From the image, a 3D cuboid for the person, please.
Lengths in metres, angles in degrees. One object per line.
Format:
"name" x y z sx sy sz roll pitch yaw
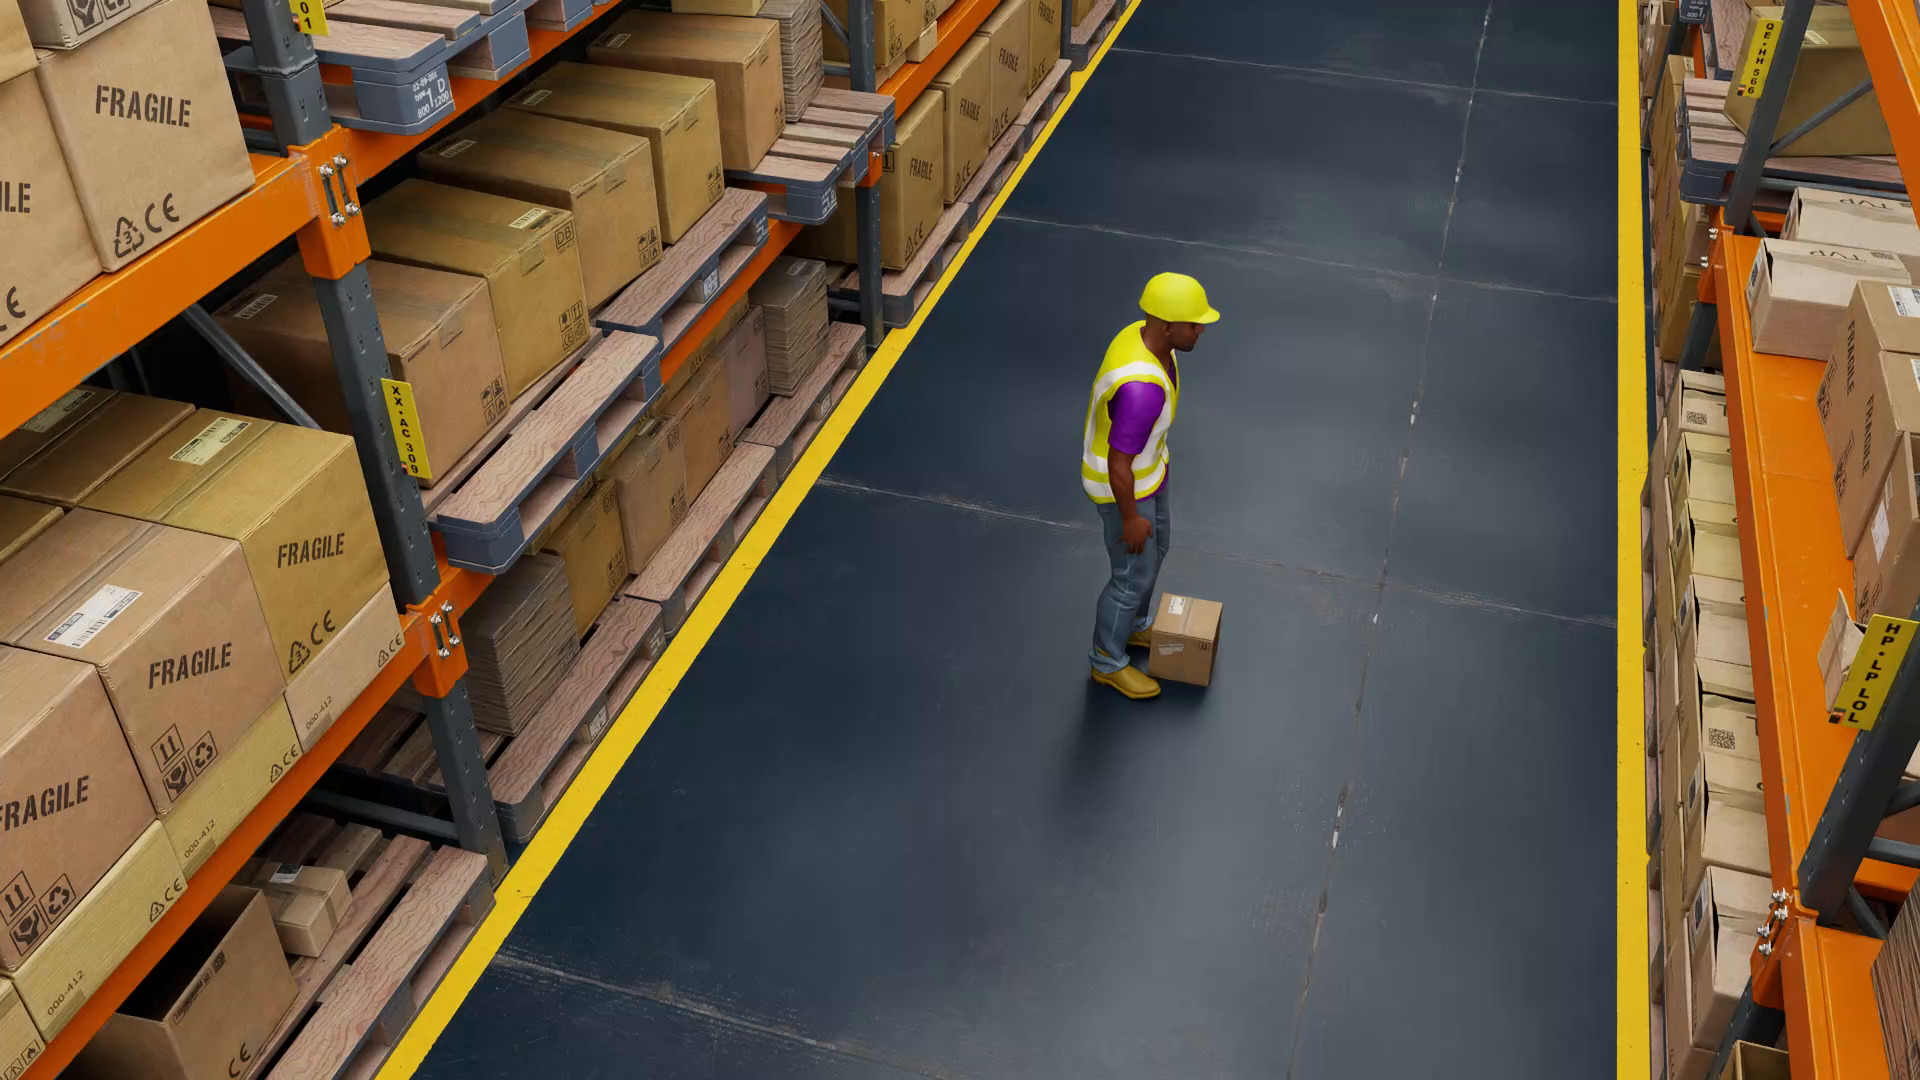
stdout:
"person" 0.703 -0.232 6.446 0.460 1.759 0.629 9 38 11
